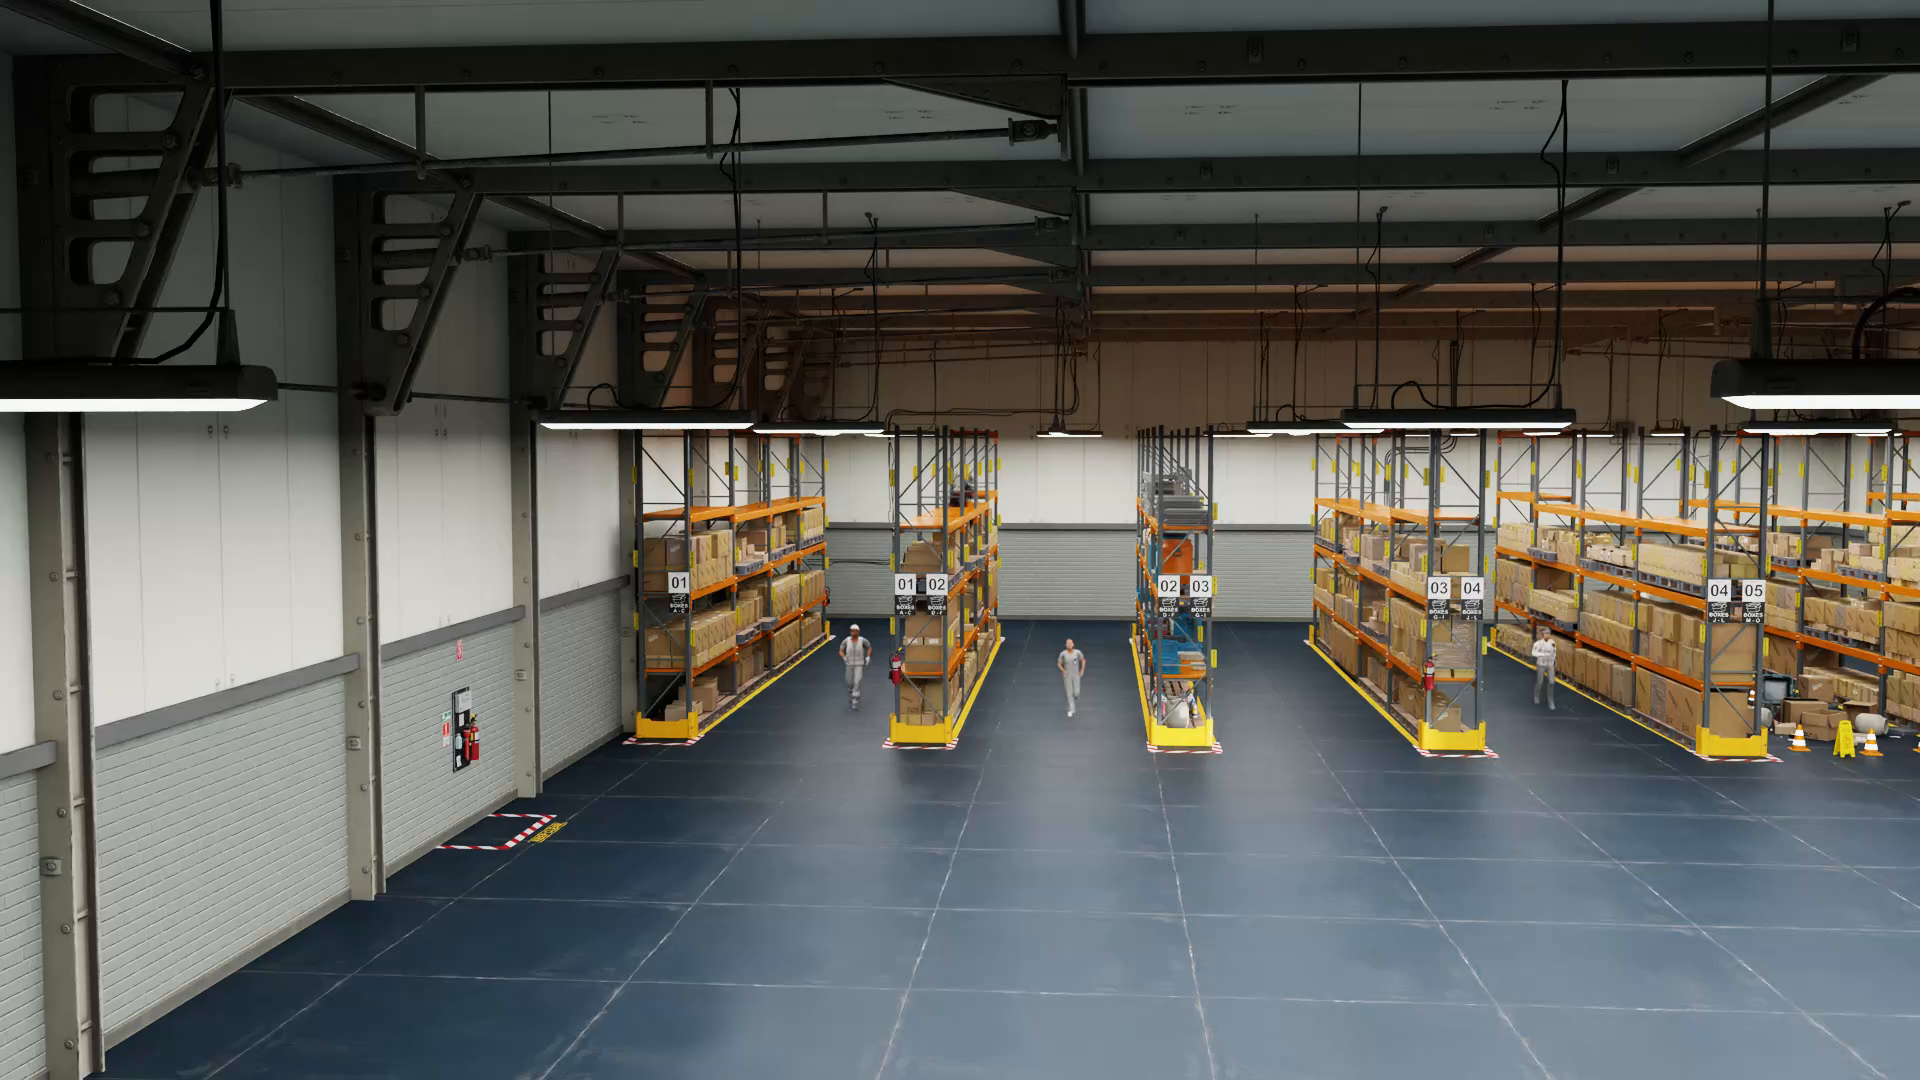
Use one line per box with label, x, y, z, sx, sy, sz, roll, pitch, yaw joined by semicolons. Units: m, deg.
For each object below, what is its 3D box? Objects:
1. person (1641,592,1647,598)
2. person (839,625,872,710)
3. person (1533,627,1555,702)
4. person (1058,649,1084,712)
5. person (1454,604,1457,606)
person;19.381;1.732;47.293;0.408;0.619;0.667;1;4;12
person;-2.242;2.695;35.586;0.686;1.792;0.839;0;3;2
person;12.518;2.655;35.654;0.370;1.601;0.663;0;3;0
person;2.296;2.932;34.414;0.539;1.329;0.531;0;3;1
person;13.517;2.190;46.568;0.768;1.482;0.670;2;4;34
